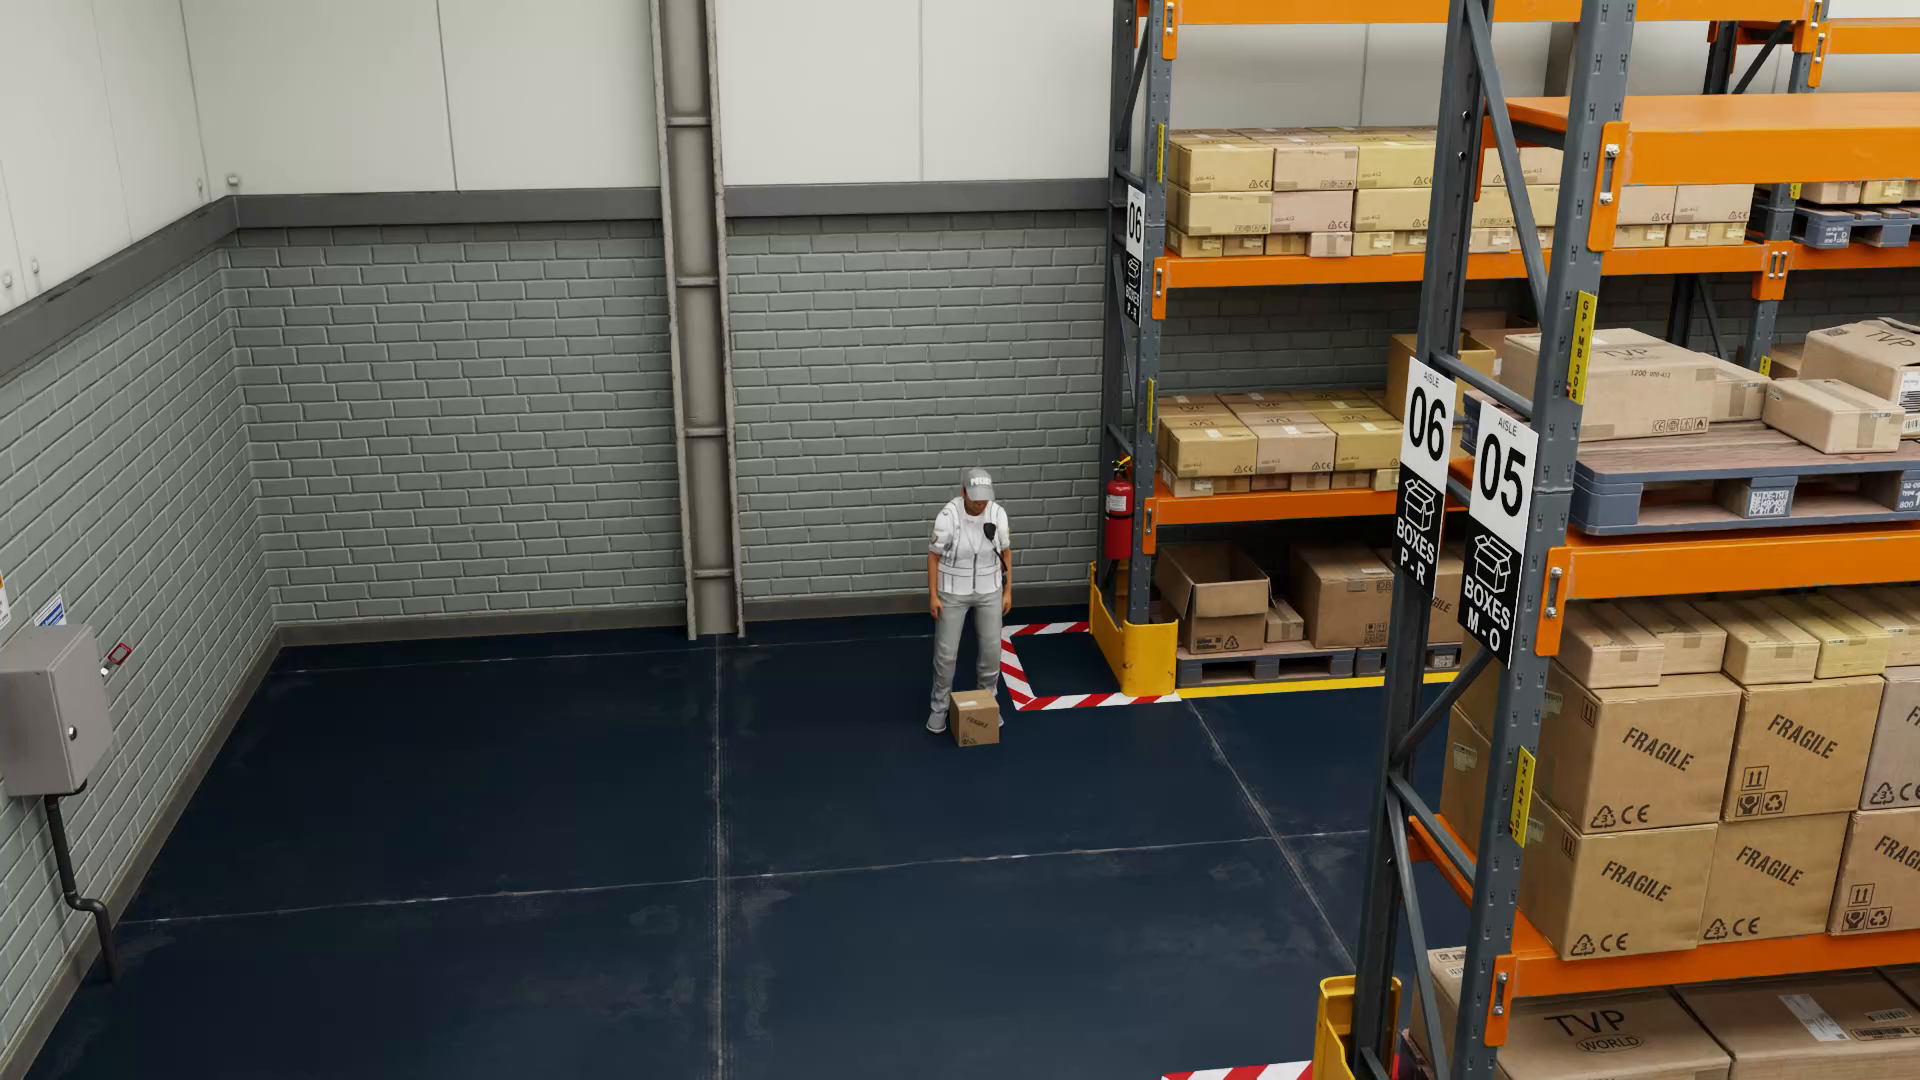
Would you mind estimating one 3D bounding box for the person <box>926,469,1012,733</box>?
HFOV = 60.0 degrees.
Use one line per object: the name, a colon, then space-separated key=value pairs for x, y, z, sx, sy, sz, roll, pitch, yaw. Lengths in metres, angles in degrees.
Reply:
person: x=0.053 y=0.347 z=10.120 sx=0.558 sy=1.665 sz=0.468 roll=-4 pitch=21 yaw=-11
